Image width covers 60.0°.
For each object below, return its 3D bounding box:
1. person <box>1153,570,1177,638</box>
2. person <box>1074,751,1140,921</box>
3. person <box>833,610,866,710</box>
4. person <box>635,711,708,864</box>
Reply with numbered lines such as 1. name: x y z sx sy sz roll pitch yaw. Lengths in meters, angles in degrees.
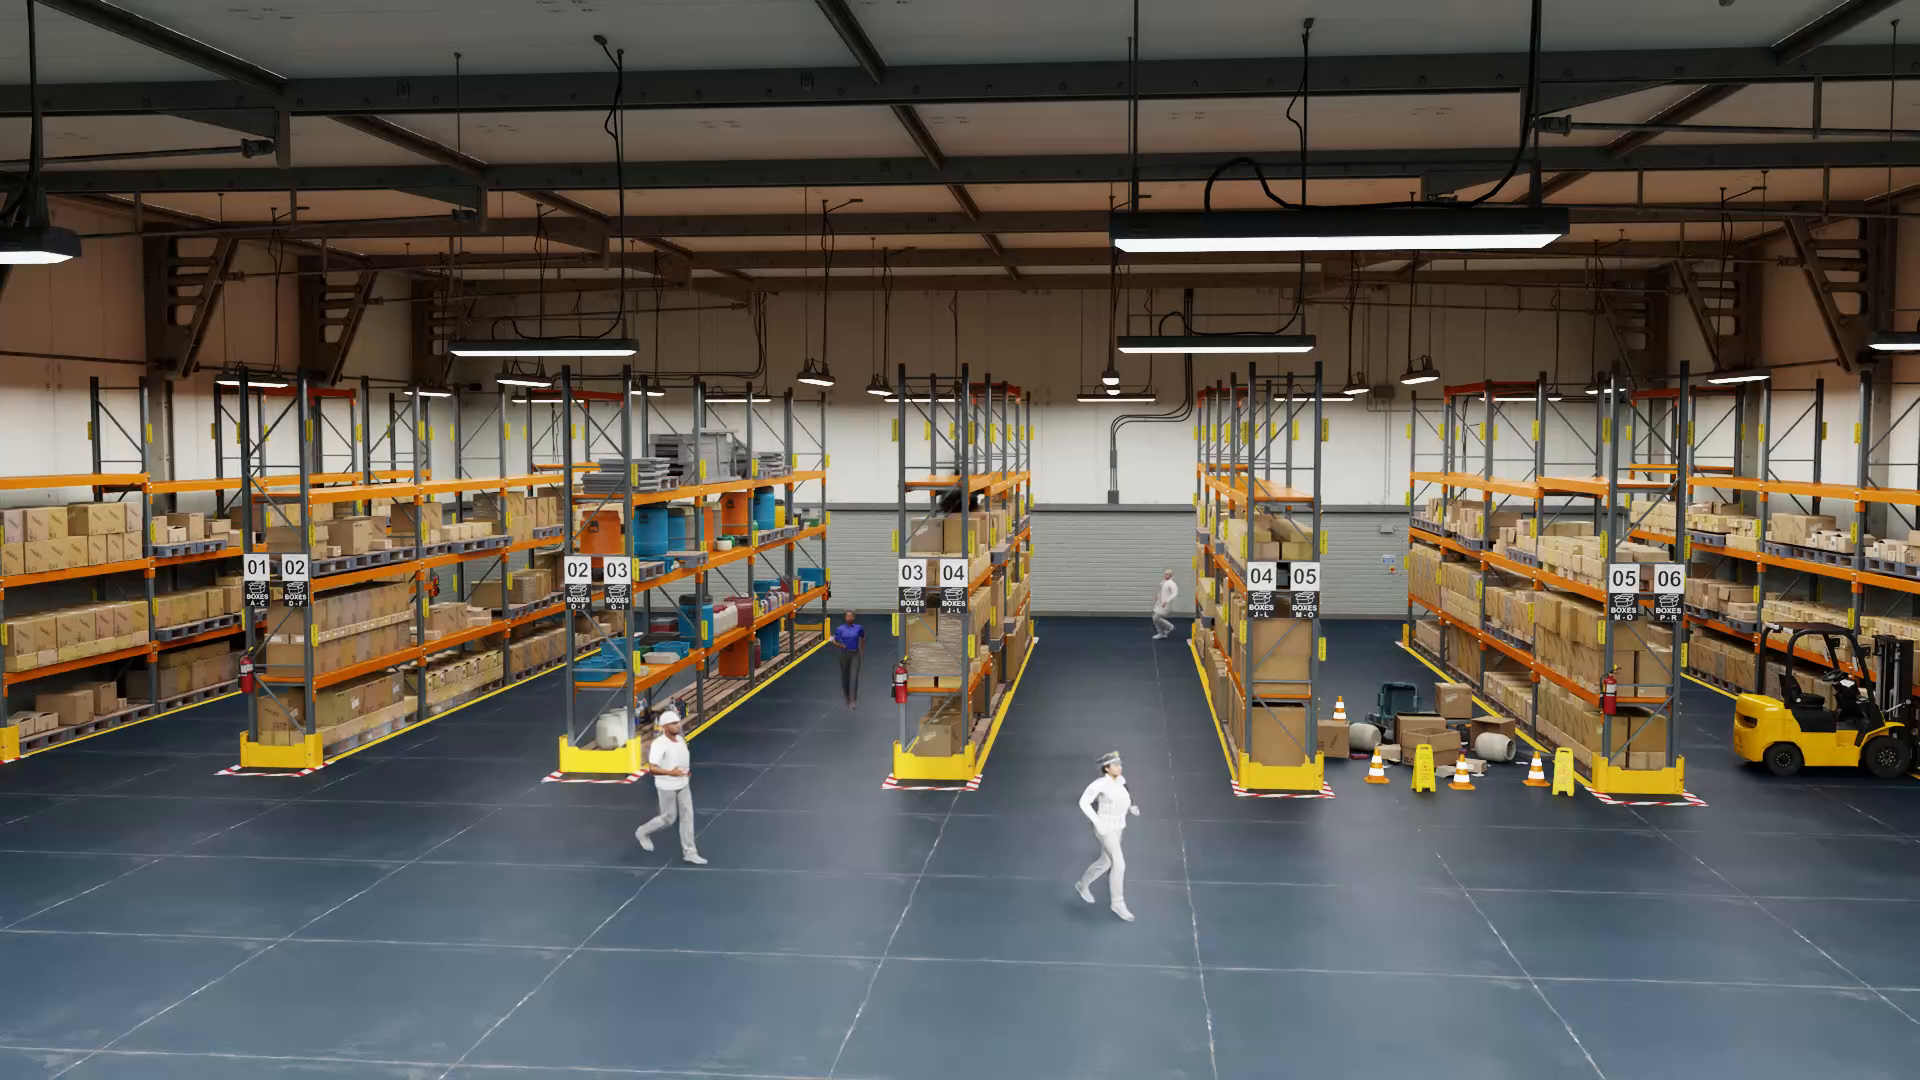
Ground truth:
1. person: 4.980 1.566 40.436 0.561 1.708 0.753 -1 4 -18
2. person: 1.526 3.038 17.364 0.795 1.735 0.609 3 5 38
3. person: -1.892 2.045 28.568 0.581 1.683 0.850 0 4 -6
4. person: -3.360 2.870 19.353 0.957 1.762 0.700 2 4 27
